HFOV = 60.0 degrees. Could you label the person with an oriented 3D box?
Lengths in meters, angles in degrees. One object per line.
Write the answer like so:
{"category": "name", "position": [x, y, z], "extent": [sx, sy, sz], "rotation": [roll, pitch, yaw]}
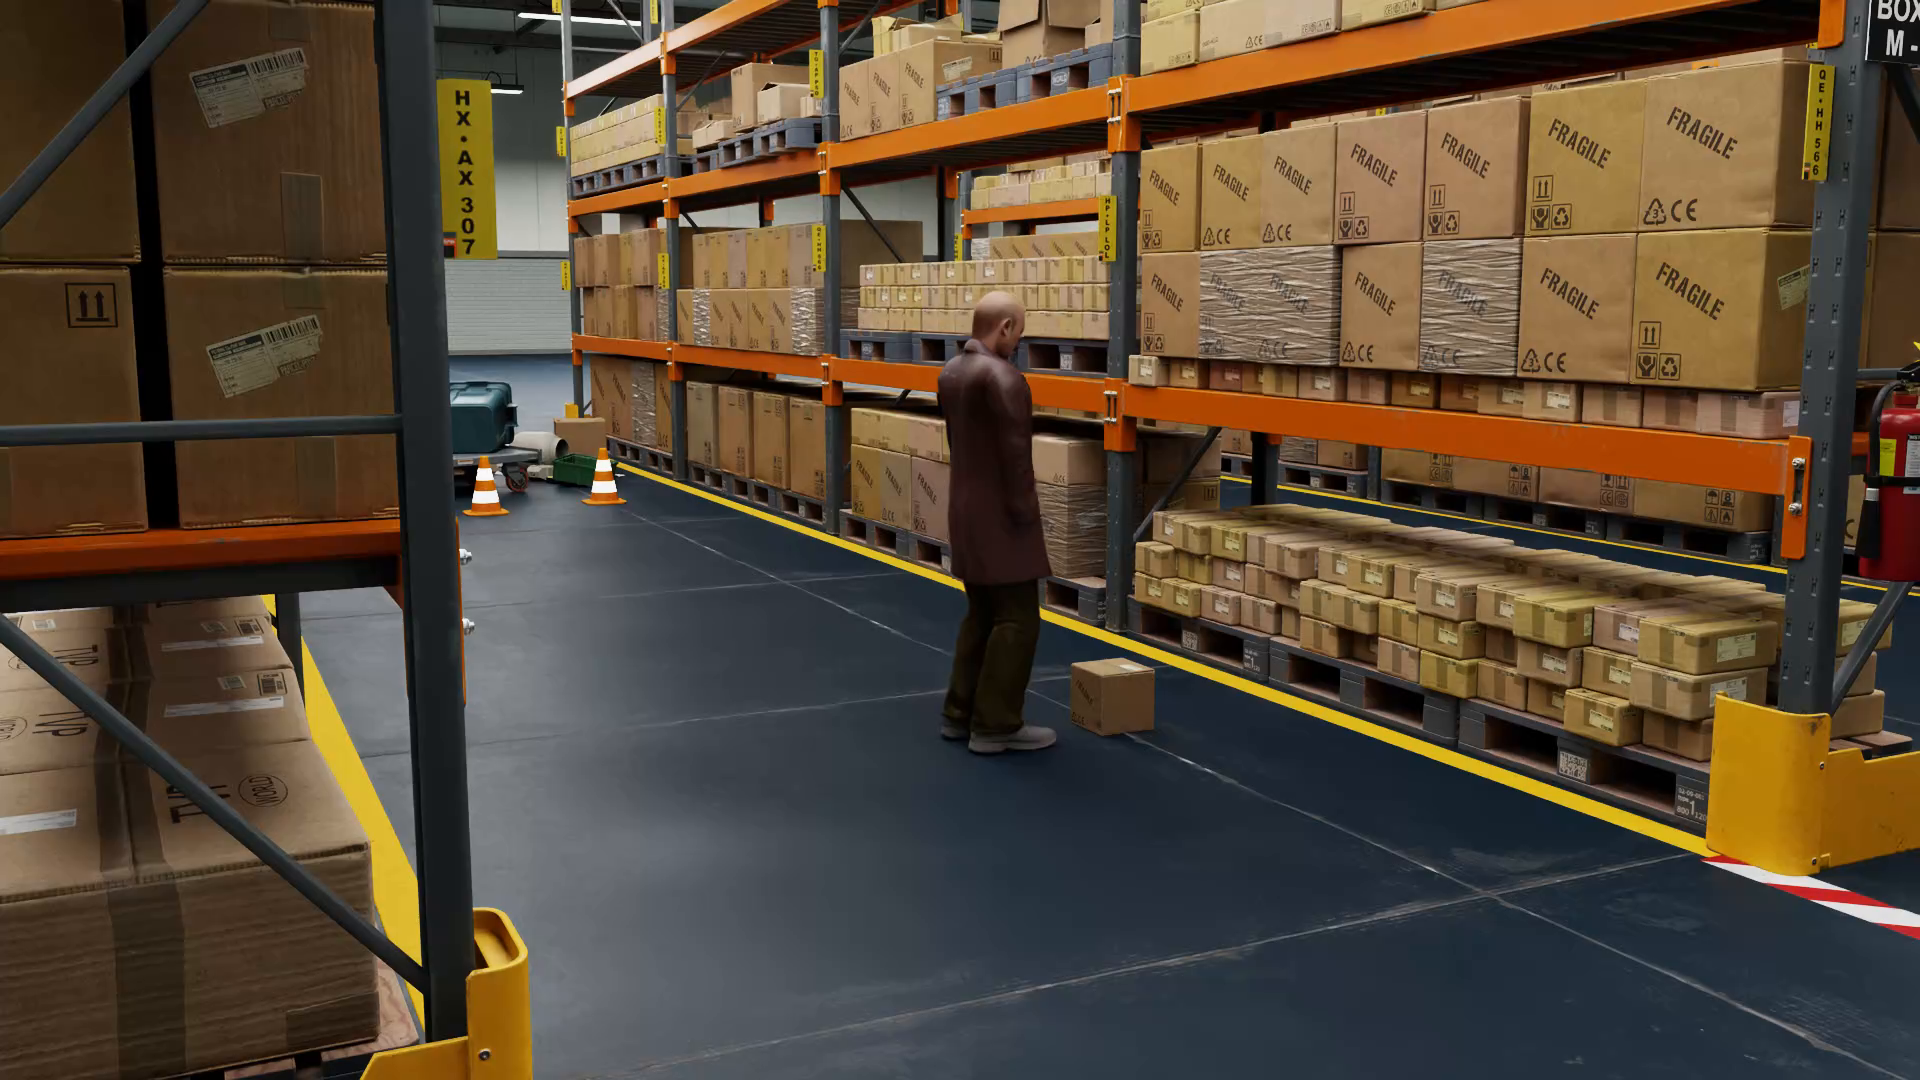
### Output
{"category": "person", "position": [0.136, -0.077, 6.483], "extent": [0.383, 1.765, 0.567], "rotation": [-4, 9, -25]}
